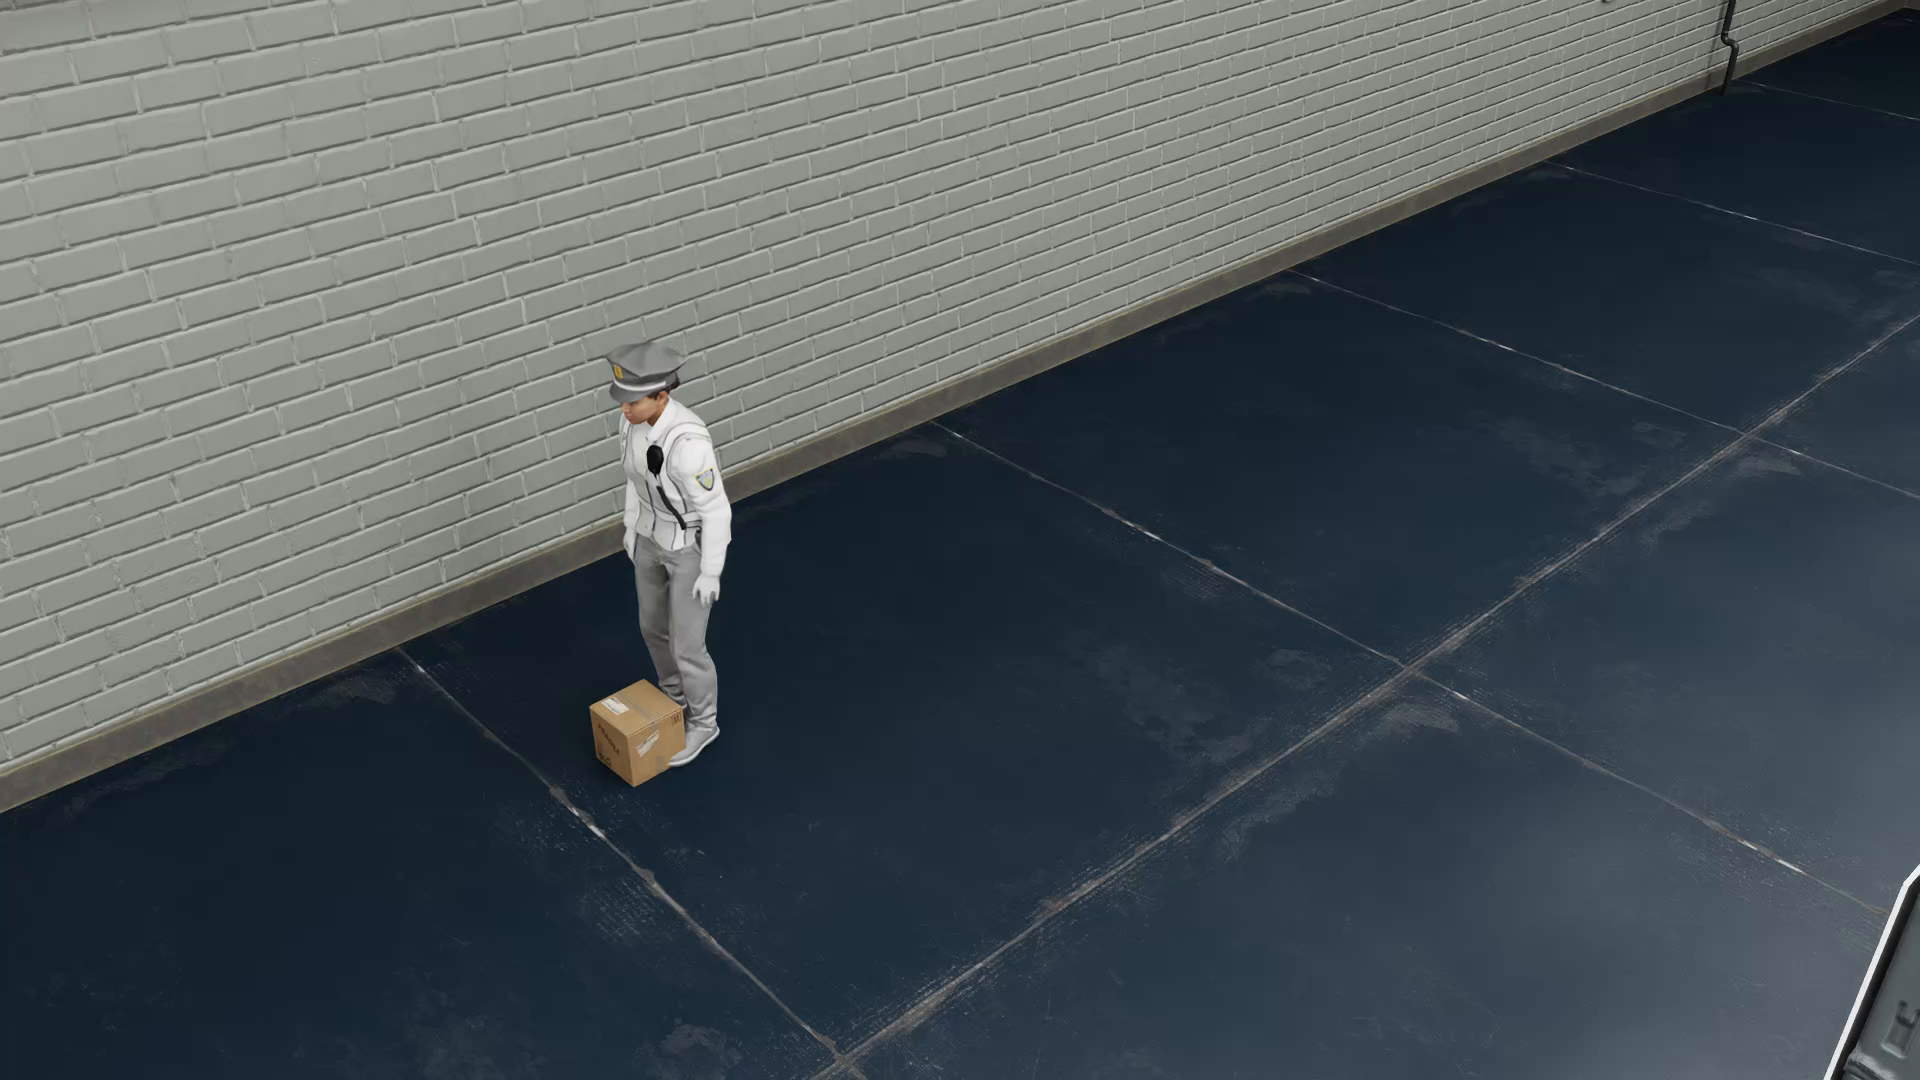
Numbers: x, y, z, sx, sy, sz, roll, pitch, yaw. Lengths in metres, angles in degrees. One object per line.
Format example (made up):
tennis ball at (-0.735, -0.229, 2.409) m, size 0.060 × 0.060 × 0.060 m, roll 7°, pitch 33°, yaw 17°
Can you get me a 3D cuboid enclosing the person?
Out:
person at (-1.056, 0.048, 6.057) m, size 0.527 × 1.662 × 0.414 m, roll 28°, pitch 41°, yaw 37°
